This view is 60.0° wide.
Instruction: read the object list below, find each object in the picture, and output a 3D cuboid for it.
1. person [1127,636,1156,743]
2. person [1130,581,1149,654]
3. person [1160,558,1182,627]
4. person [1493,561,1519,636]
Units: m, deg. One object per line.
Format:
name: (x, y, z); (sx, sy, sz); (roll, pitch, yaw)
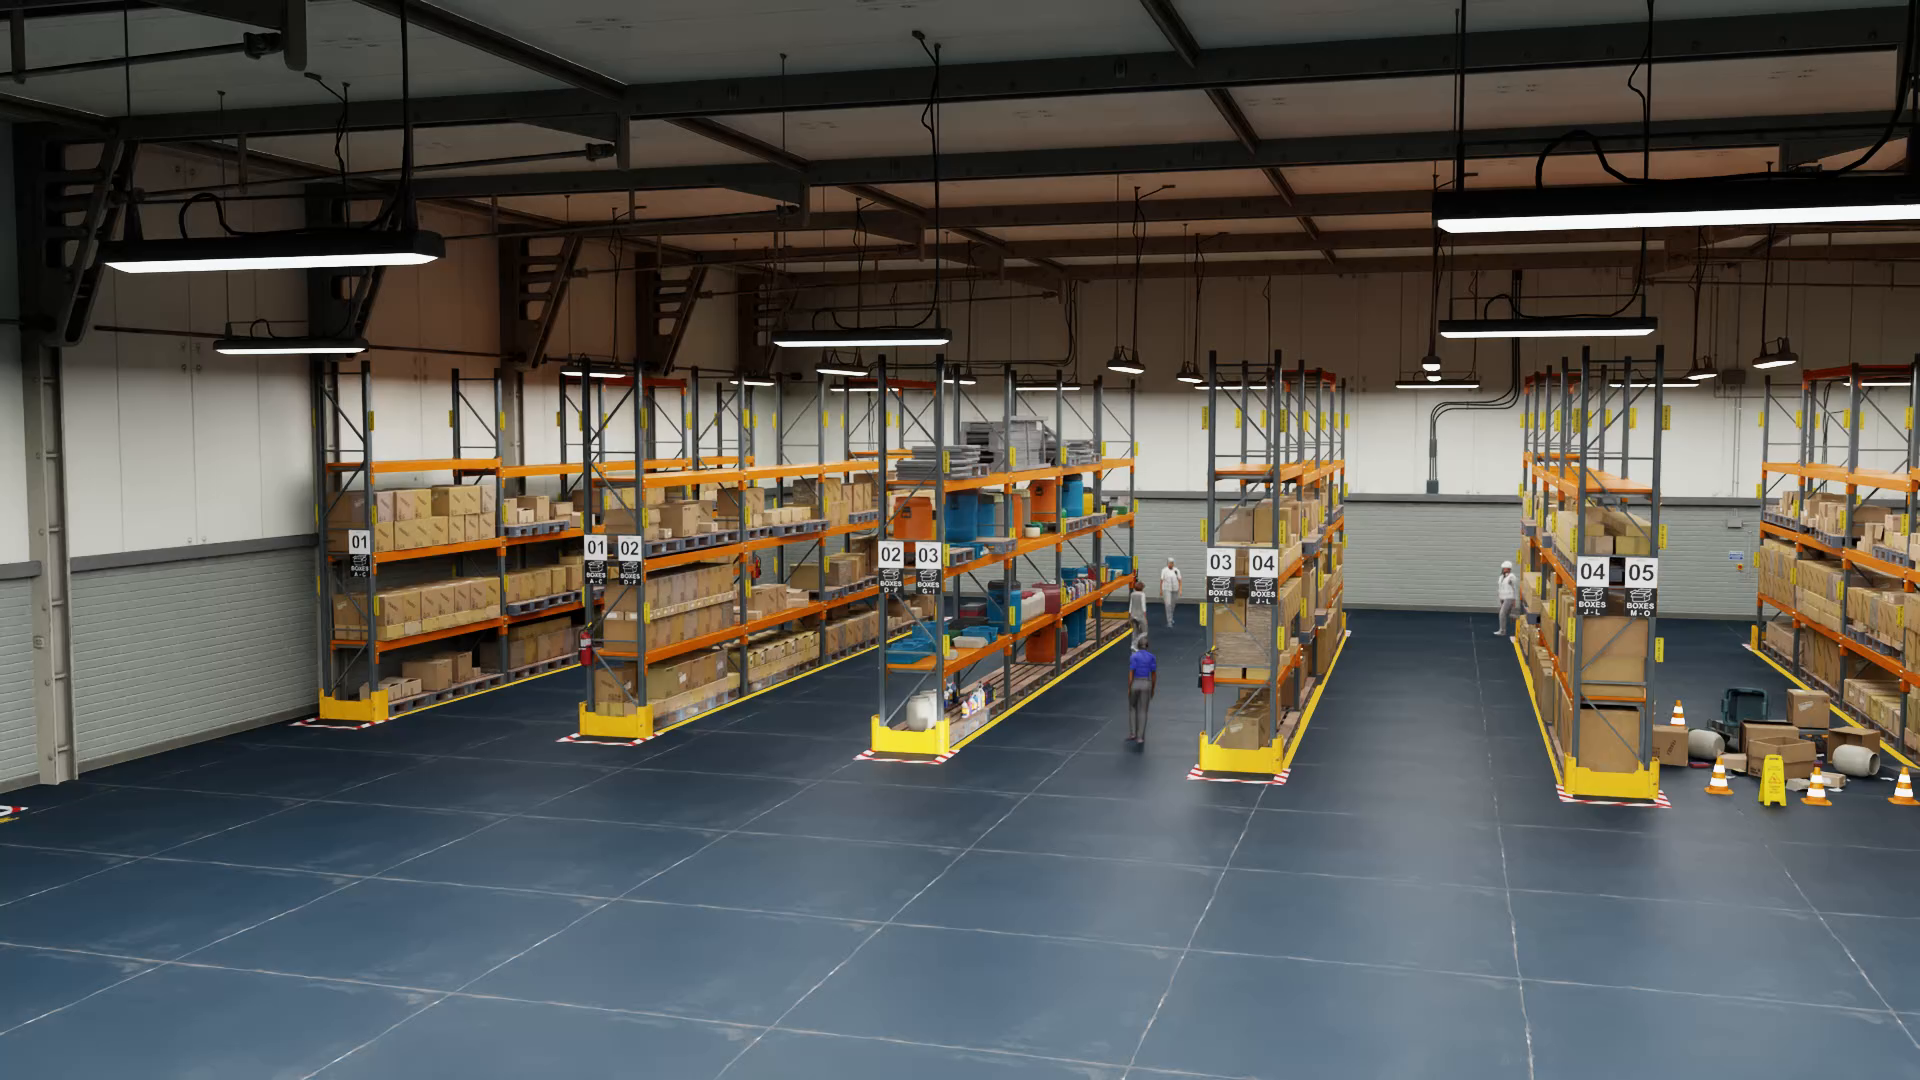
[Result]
person: (2.822, 2.354, 25.921); (0.461, 1.699, 0.588); (1, 4, 8)
person: (3.762, 1.675, 35.407); (0.468, 1.593, 0.461); (-4, 5, -41)
person: (5.205, 1.265, 40.771); (0.477, 1.660, 0.789); (-1, 4, -15)
person: (12.848, 1.356, 38.828); (0.902, 1.744, 0.535); (0, 4, -6)
